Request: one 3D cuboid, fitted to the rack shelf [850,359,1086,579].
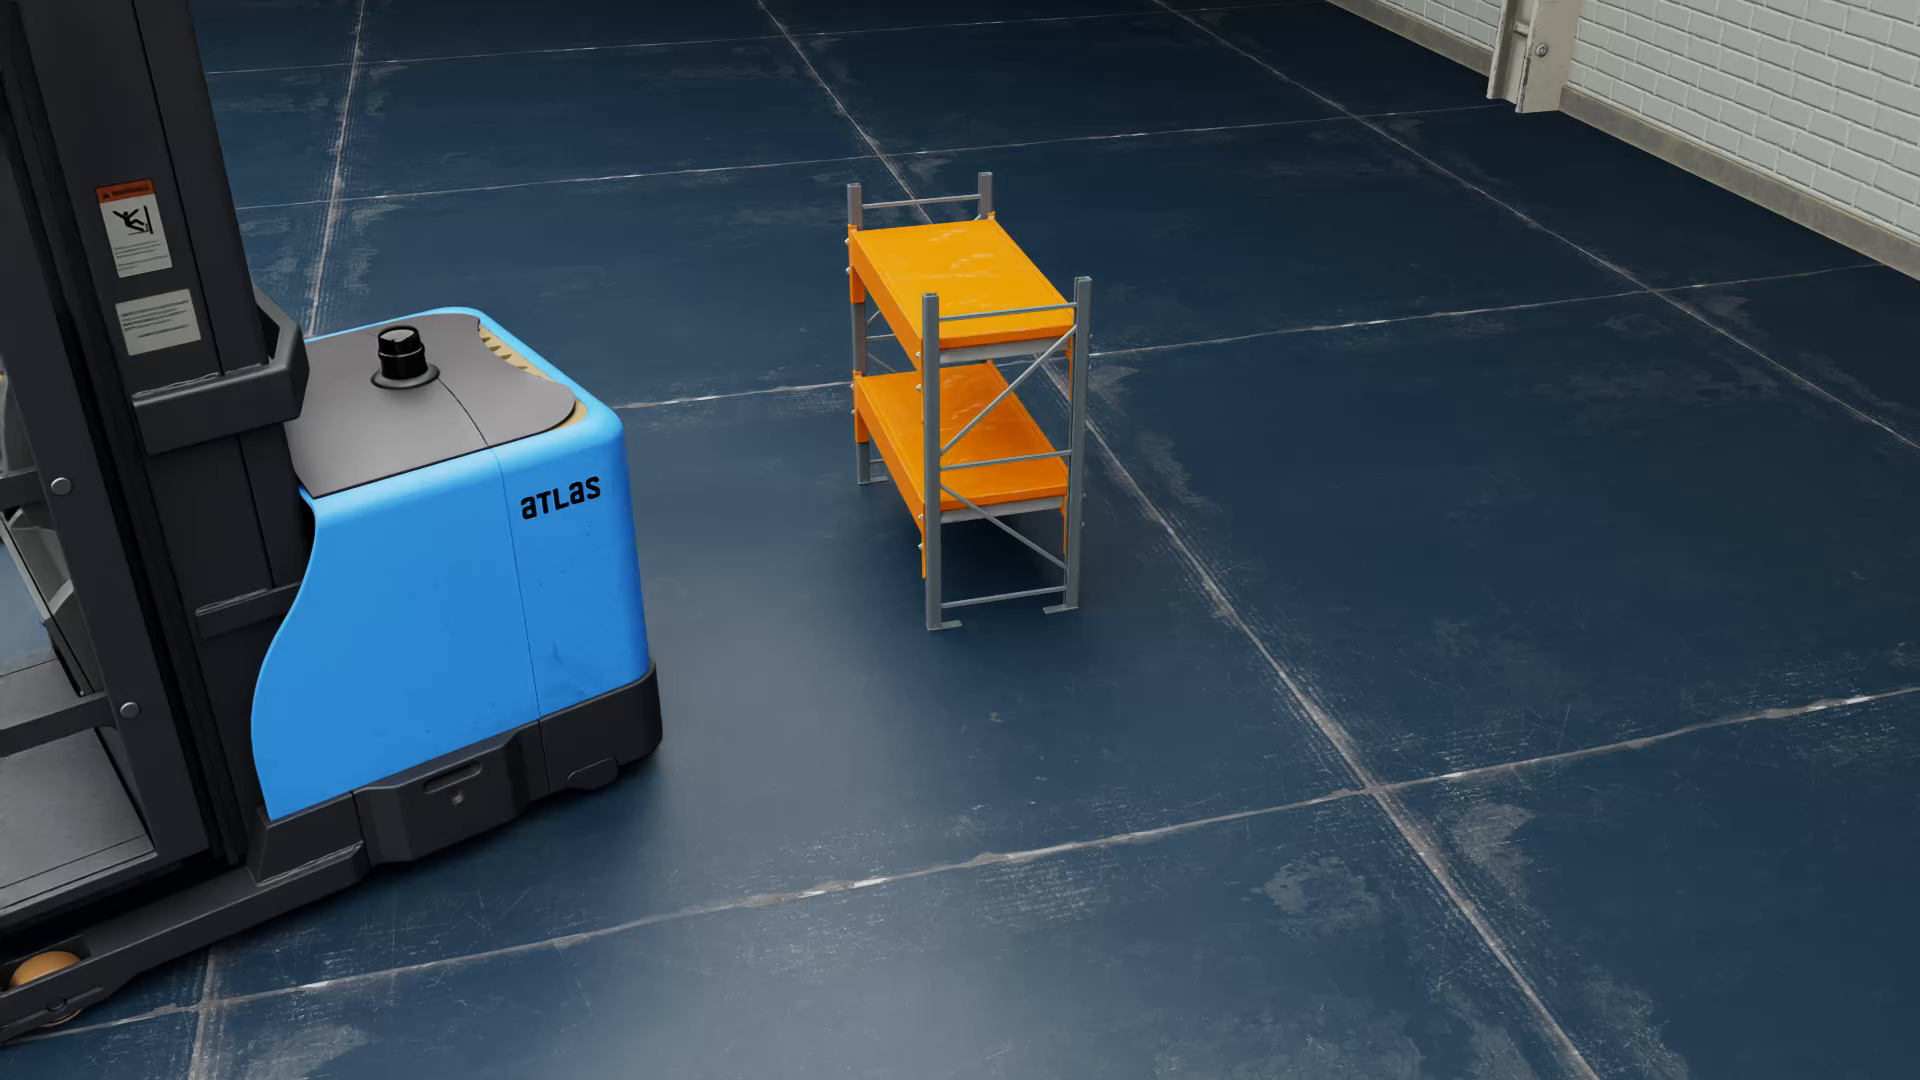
[{"bbox_3d":[0.002,-0.272,5.585,0.538,0.278,1.000,-8,31,-13],"label":"rack shelf"}]

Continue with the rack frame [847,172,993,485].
[{"bbox_3d":[-0.133,-0.729,5.887,0.500,1.125,0.032,-8,31,-13],"label":"rack frame"}]

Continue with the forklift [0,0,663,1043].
[{"bbox_3d":[-2.314,-0.396,3.507,3.031,2.935,1.130,-21,36,-31],"label":"forklift"}]

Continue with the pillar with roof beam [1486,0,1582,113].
[{"bbox_3d":[-0.579,-6.090,7.288,9.100,9.000,0.400,-8,31,-13],"label":"pillar with roof beam"}]

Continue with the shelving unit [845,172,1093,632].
[{"bbox_3d":[0.002,-0.484,5.463,0.538,1.125,1.048,-8,31,-13],"label":"shelving unit"}]

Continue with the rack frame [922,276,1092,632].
[{"bbox_3d":[0.137,-0.238,5.038,0.500,1.125,0.032,-8,31,-13],"label":"rack frame"}]

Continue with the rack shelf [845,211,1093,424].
[{"bbox_3d":[0.002,-0.737,5.316,0.538,0.278,1.000,-8,31,-13],"label":"rack shelf"}]
